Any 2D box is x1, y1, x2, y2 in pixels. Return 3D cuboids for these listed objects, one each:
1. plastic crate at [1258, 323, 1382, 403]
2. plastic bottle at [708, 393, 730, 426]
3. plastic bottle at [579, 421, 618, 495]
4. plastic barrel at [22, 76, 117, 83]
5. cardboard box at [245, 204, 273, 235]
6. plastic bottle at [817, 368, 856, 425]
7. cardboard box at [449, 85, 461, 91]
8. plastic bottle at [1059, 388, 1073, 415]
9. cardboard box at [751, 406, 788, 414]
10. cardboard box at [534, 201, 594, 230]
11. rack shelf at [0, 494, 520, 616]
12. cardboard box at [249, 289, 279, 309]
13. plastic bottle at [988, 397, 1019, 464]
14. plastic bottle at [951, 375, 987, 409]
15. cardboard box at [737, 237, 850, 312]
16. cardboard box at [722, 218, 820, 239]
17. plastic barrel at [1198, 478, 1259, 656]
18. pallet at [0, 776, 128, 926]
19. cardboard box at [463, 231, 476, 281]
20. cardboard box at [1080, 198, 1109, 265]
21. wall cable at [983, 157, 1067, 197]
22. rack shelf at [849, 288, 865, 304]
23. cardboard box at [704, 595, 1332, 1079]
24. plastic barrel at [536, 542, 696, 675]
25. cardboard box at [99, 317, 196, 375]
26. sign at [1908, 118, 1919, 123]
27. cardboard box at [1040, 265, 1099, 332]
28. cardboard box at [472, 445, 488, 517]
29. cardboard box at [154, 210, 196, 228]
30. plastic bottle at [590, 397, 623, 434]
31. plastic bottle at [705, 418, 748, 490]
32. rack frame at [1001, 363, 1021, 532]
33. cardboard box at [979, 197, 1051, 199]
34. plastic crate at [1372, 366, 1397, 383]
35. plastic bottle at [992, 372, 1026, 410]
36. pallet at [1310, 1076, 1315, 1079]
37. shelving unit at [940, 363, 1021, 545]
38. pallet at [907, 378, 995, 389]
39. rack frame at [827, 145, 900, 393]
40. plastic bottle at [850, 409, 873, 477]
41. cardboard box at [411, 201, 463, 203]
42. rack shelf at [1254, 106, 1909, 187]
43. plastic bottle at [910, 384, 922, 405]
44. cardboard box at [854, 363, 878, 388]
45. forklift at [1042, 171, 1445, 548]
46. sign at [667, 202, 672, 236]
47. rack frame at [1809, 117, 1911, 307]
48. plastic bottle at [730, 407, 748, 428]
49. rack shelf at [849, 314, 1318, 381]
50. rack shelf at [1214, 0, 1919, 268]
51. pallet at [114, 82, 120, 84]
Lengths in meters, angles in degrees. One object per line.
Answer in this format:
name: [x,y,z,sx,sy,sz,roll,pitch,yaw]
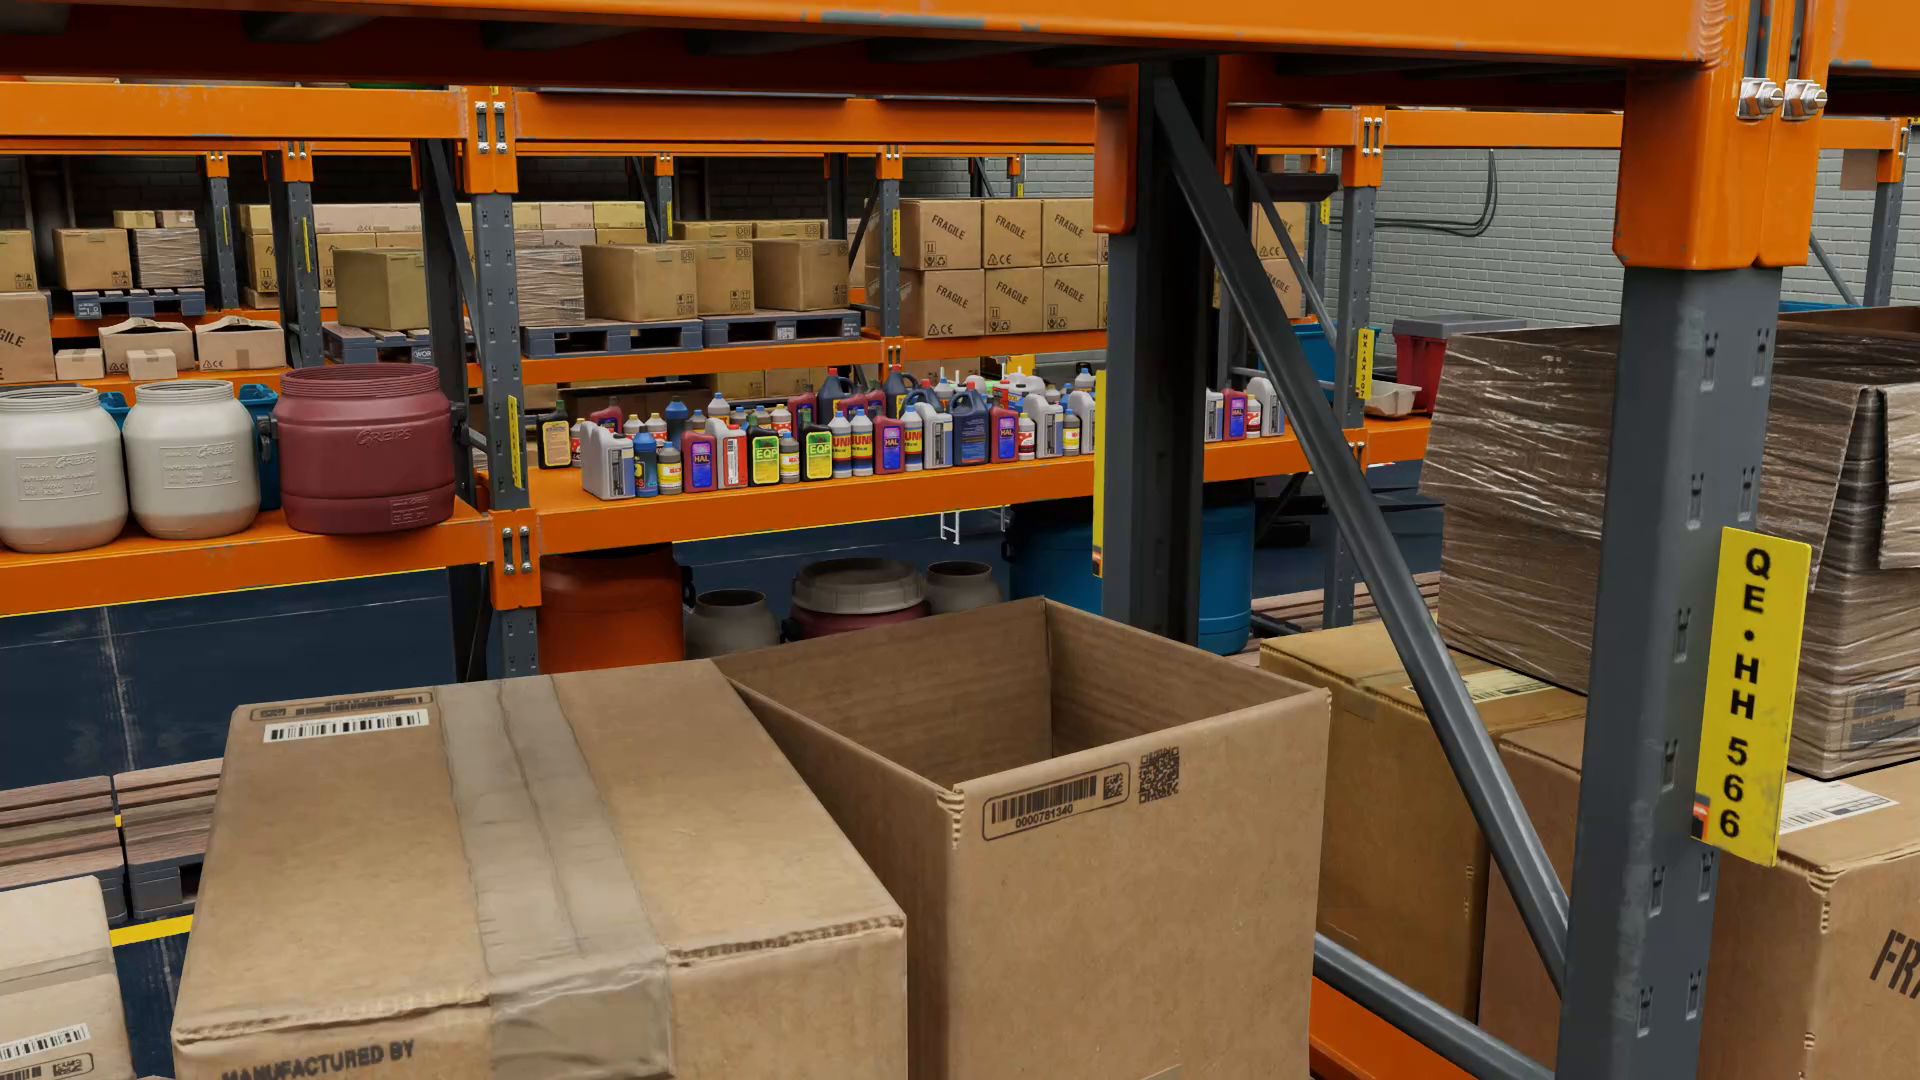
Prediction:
plastic crate: [1.889,-0.935,8.831,0.575,0.384,0.392,-7,14,-28]
plastic bottle: [-1.064,-0.514,7.353,0.097,0.271,0.097,0,13,0]
plastic bottle: [-1.407,-0.330,6.525,0.135,0.276,0.152,-7,14,-28]
plastic barrel: [-2.873,-1.595,5.348,0.301,0.262,0.301,0,13,0]
cardboard box: [-6.068,-2.858,14.816,0.500,0.250,0.500,-6,14,-27]
plastic bottle: [-0.555,-0.607,7.589,0.185,0.351,0.144,-7,14,-28]
cardboard box: [-3.424,-2.951,10.830,0.500,0.500,0.910,-7,14,-28]
plastic bottle: [0.494,-0.549,7.508,0.097,0.271,0.097,0,13,0]
cardboard box: [-1.269,-0.745,12.778,0.500,0.500,0.500,-8,15,-30]
cardboard box: [-3.845,-3.127,16.013,0.500,0.250,0.500,-6,14,-27]
rack shelf: [-3.624,0.184,5.600,4.000,0.370,1.077,-7,14,-28]
cardboard box: [-6.216,-2.164,14.921,0.250,0.149,0.380,-7,14,-29]
plastic bottle: [0.185,-0.475,7.153,0.133,0.283,0.061,-7,14,-28]
plastic bottle: [0.037,-0.641,7.908,0.135,0.276,0.152,-7,14,-28]
cardboard box: [-1.251,-2.001,12.482,0.700,0.500,0.500,11,17,41]
cardboard box: [-1.977,-2.984,17.353,0.700,0.700,0.980,-7,15,-29]
plastic barrel: [1.157,0.074,8.270,0.708,0.901,0.600,-7,14,-28]
pallet: [-3.637,1.184,5.867,1.213,0.211,1.003,-7,14,-28]
cardboard box: [-4.713,-2.654,15.620,0.500,0.500,0.500,-6,14,-26]
cardboard box: [1.178,-2.448,13.152,0.500,0.500,0.500,-6,14,-26]
wall cable: [1.077,-3.941,19.976,1.851,1.984,0.084,-7,14,-28]
rack shelf: [-1.349,-2.567,17.823,4.000,0.370,1.077,-7,14,-28]
cardboard box: [0.050,0.388,1.871,0.500,0.500,0.500,-9,16,-35]
plastic barrel: [-1.447,0.421,6.891,0.708,0.830,0.600,-7,14,-28]
cardboard box: [-5.117,-1.233,10.457,0.500,0.311,0.500,-7,14,-29]
sign: [5.431,-2.527,9.414,0.005,0.325,0.100,-7,14,-28]
cardboard box: [0.738,-1.910,13.037,0.500,0.500,0.500,-7,14,-28]
cardboard box: [-3.245,-0.377,11.143,0.500,0.500,0.500,-7,15,-30]
cardboard box: [-6.904,-2.825,14.622,0.250,0.149,0.380,-9,16,-35]
plastic bottle: [-1.515,-0.470,7.131,0.133,0.283,0.061,-7,14,-28]
plastic bottle: [-0.928,-0.349,6.611,0.135,0.276,0.152,-7,14,-28]
rack frame: [0.358,-0.628,11.668,0.015,1.200,0.240,-7,14,-28]
cardboard box: [0.483,-2.501,13.384,0.500,0.500,0.500,-7,14,-27]
plastic crate: [2.496,-0.863,9.103,0.590,0.125,0.437,-7,14,-28]
plastic bottle: [0.241,-0.665,8.017,0.135,0.276,0.152,-7,14,-28]
pallet: [-0.070,0.766,1.811,1.003,0.211,1.213,-7,14,-28]
shelving unit: [0.143,-0.603,11.554,0.503,1.200,0.258,-7,14,-28]
pallet: [-0.258,-1.669,18.545,1.213,0.211,1.003,-7,14,-28]
rack frame: [-0.728,-1.754,12.569,0.127,3.000,1.000,-7,14,-28]
plastic bottle: [-0.408,-0.402,6.858,0.097,0.271,0.097,0,13,0]
cardboard box: [-4.987,-3.115,15.960,0.500,0.250,0.500,-7,15,-29]
rack shelf: [3.398,-2.121,9.010,4.000,0.370,1.077,-7,14,-28]
plastic bottle: [-0.180,-0.584,7.663,0.097,0.271,0.097,0,13,0]
cardboard box: [-1.040,-1.915,18.025,0.500,0.500,0.700,-7,15,-30]
forklift: [1.948,-1.488,11.544,3.031,2.935,1.130,-2,13,-10]
sign: [-2.836,-3.131,16.231,0.005,0.325,0.100,-7,14,-28]
rack frame: [5.153,-1.219,10.196,0.127,3.000,1.000,-7,14,-28]
plastic bottle: [-0.978,-0.490,7.406,0.097,0.201,0.097,0,13,0]
rack shelf: [1.028,-1.613,13.583,4.000,0.370,1.077,-7,14,-28]
rack shelf: [2.260,-0.746,2.899,4.000,0.370,1.077,-7,14,-28]
pallet: [-4.792,-2.615,9.997,1.003,0.211,1.213,-6,14,-25]
